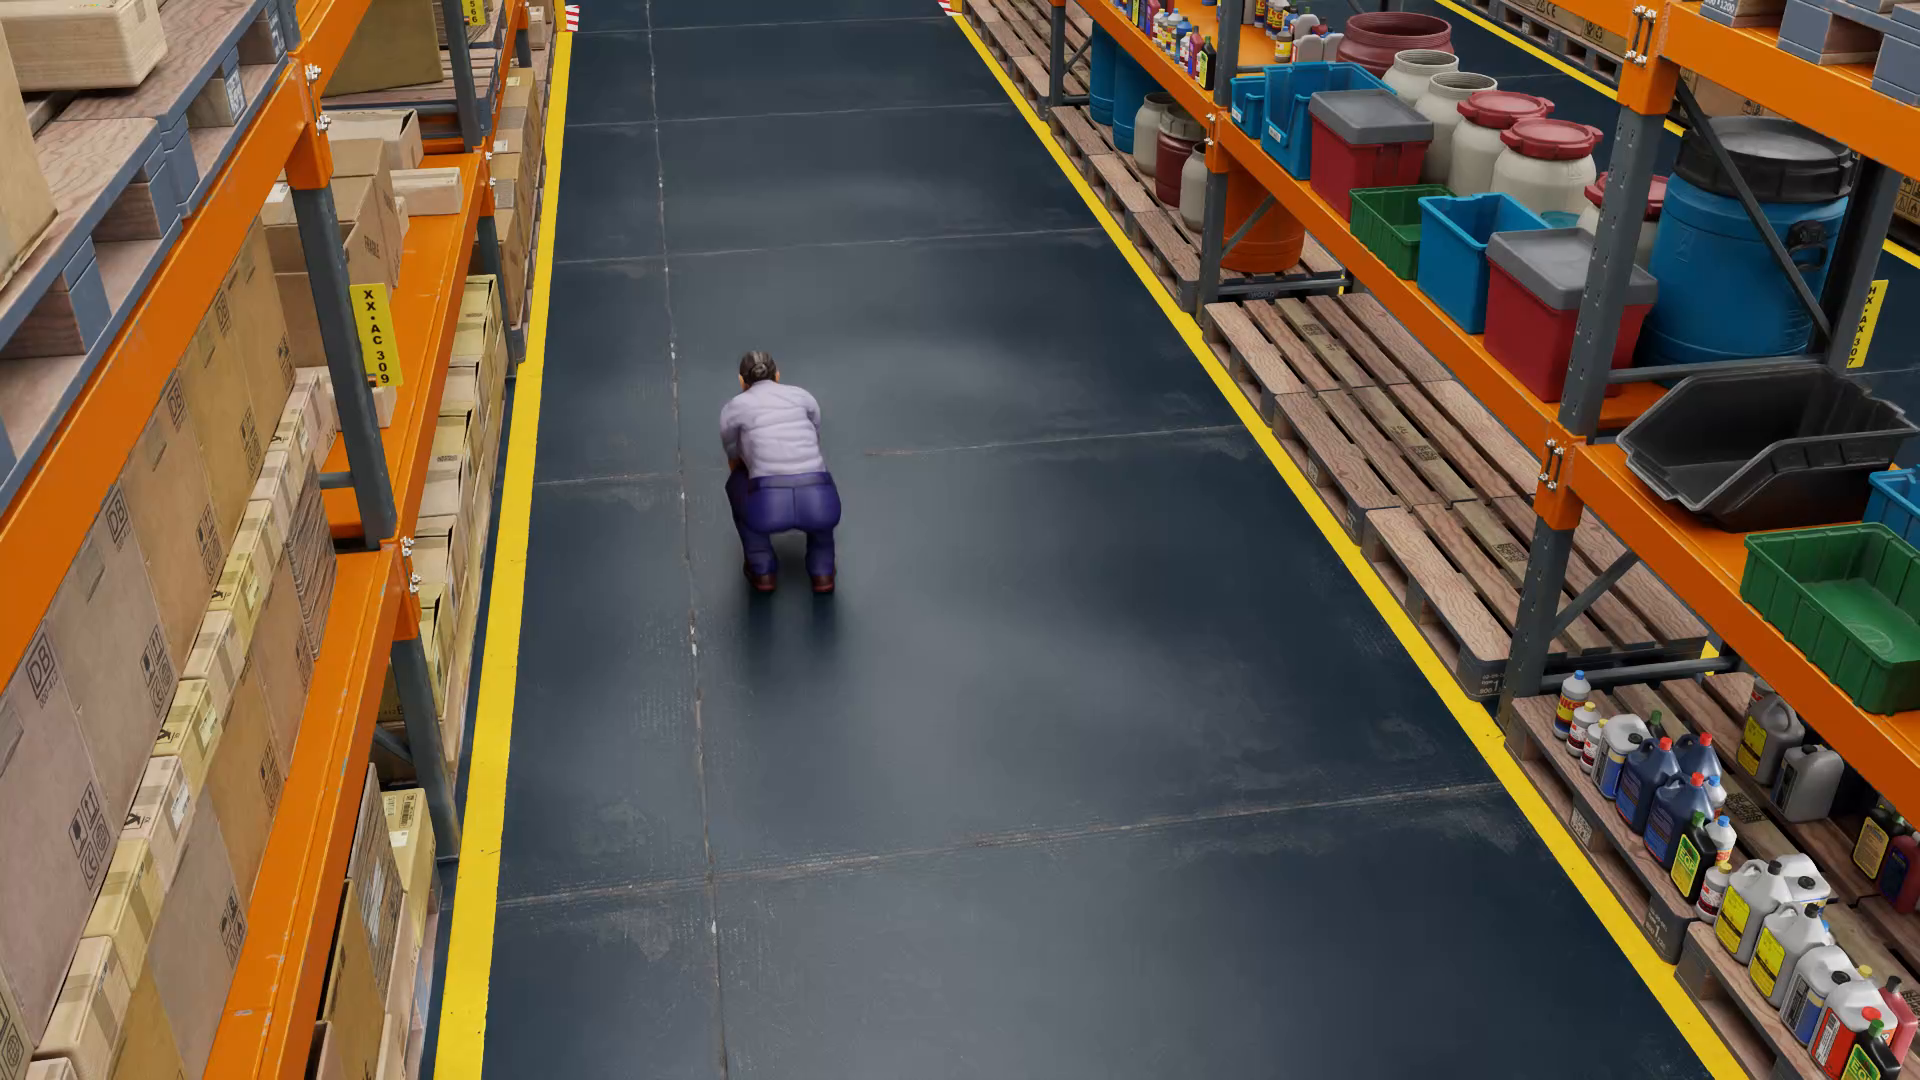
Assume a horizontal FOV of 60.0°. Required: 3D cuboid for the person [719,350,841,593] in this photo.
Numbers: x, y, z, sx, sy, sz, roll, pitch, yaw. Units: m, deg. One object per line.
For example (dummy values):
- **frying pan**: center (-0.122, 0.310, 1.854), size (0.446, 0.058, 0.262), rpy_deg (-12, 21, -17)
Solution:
- **person**: center (-0.784, -0.279, 7.308), size (0.499, 0.951, 0.828), rpy_deg (-6, 31, -10)
